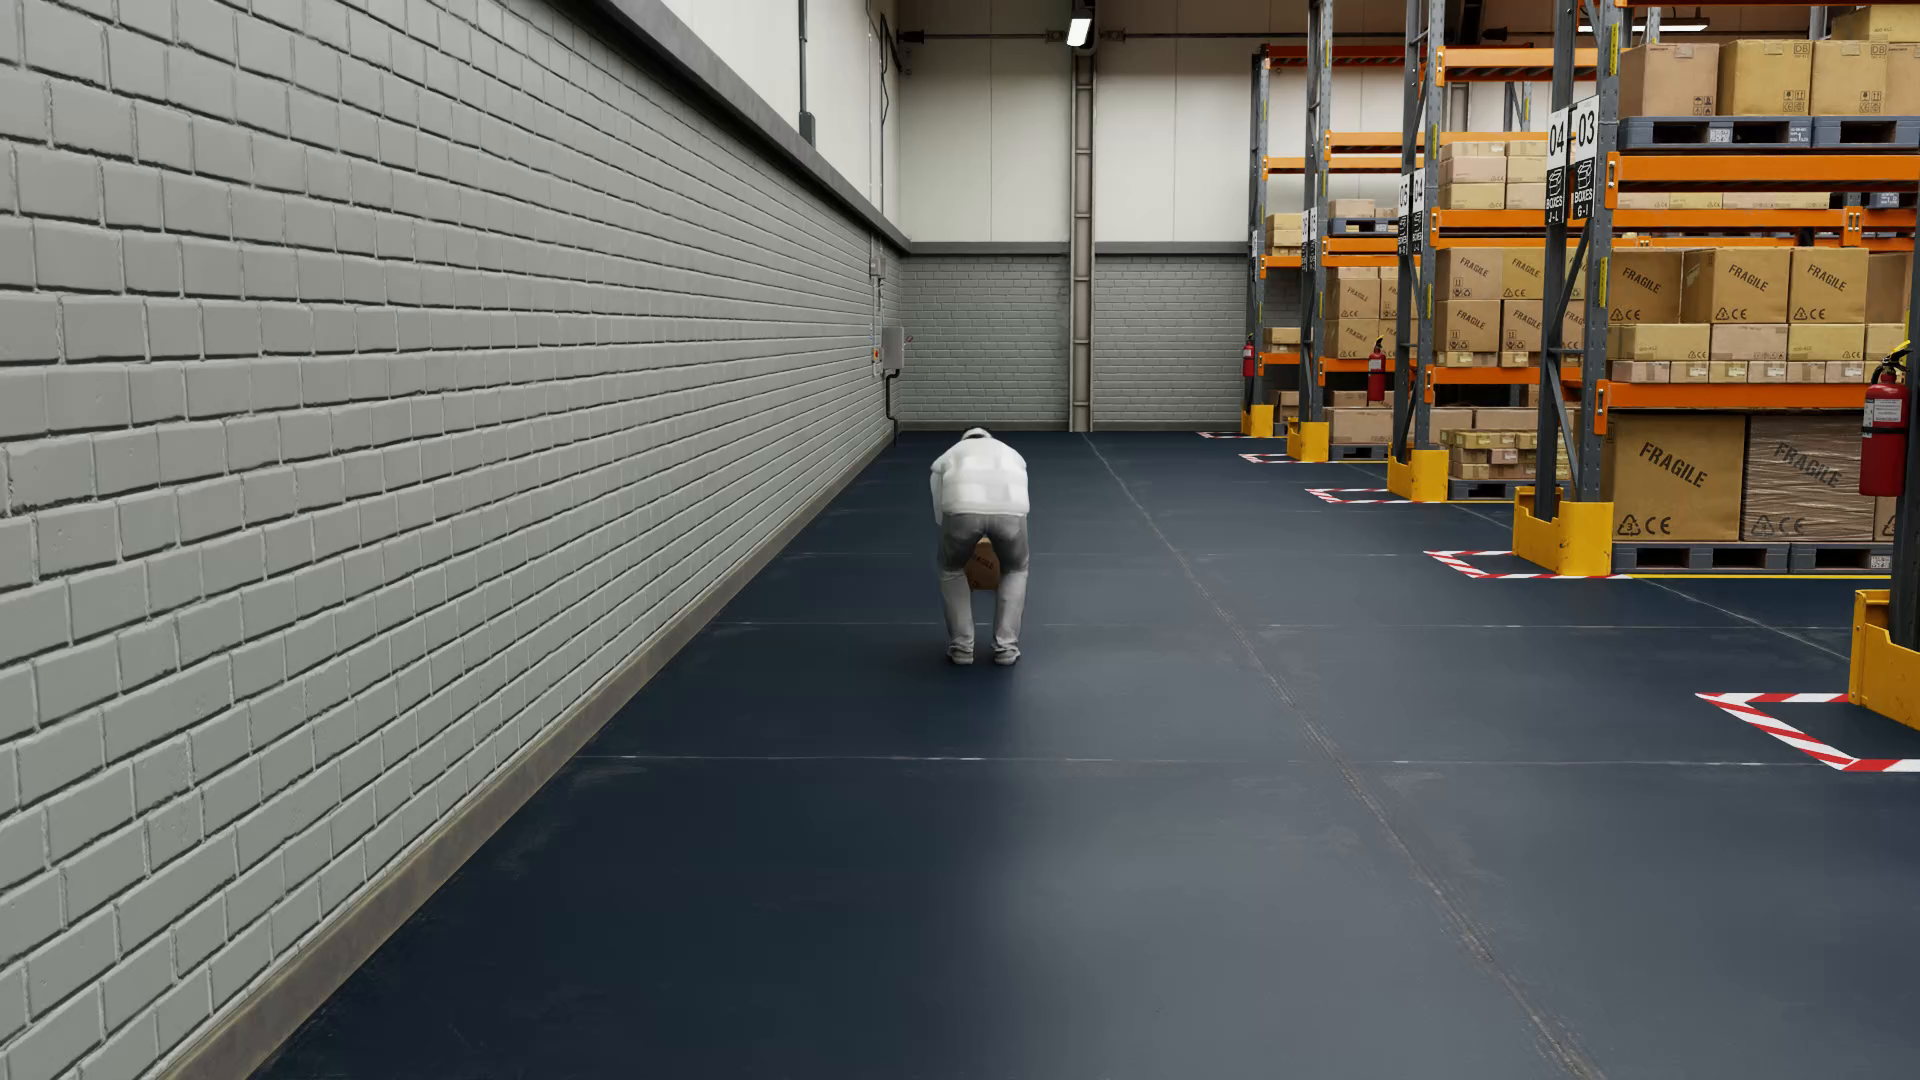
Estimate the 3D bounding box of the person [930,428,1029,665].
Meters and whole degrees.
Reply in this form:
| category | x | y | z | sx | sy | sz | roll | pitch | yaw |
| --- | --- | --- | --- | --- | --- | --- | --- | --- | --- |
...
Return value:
| category | x | y | z | sx | sy | sz | roll | pitch | yaw |
| --- | --- | --- | --- | --- | --- | --- | --- | --- | --- |
| person | 0.100 | 0.022 | 8.482 | 0.504 | 1.144 | 0.959 | 0 | 7 | -2 |
